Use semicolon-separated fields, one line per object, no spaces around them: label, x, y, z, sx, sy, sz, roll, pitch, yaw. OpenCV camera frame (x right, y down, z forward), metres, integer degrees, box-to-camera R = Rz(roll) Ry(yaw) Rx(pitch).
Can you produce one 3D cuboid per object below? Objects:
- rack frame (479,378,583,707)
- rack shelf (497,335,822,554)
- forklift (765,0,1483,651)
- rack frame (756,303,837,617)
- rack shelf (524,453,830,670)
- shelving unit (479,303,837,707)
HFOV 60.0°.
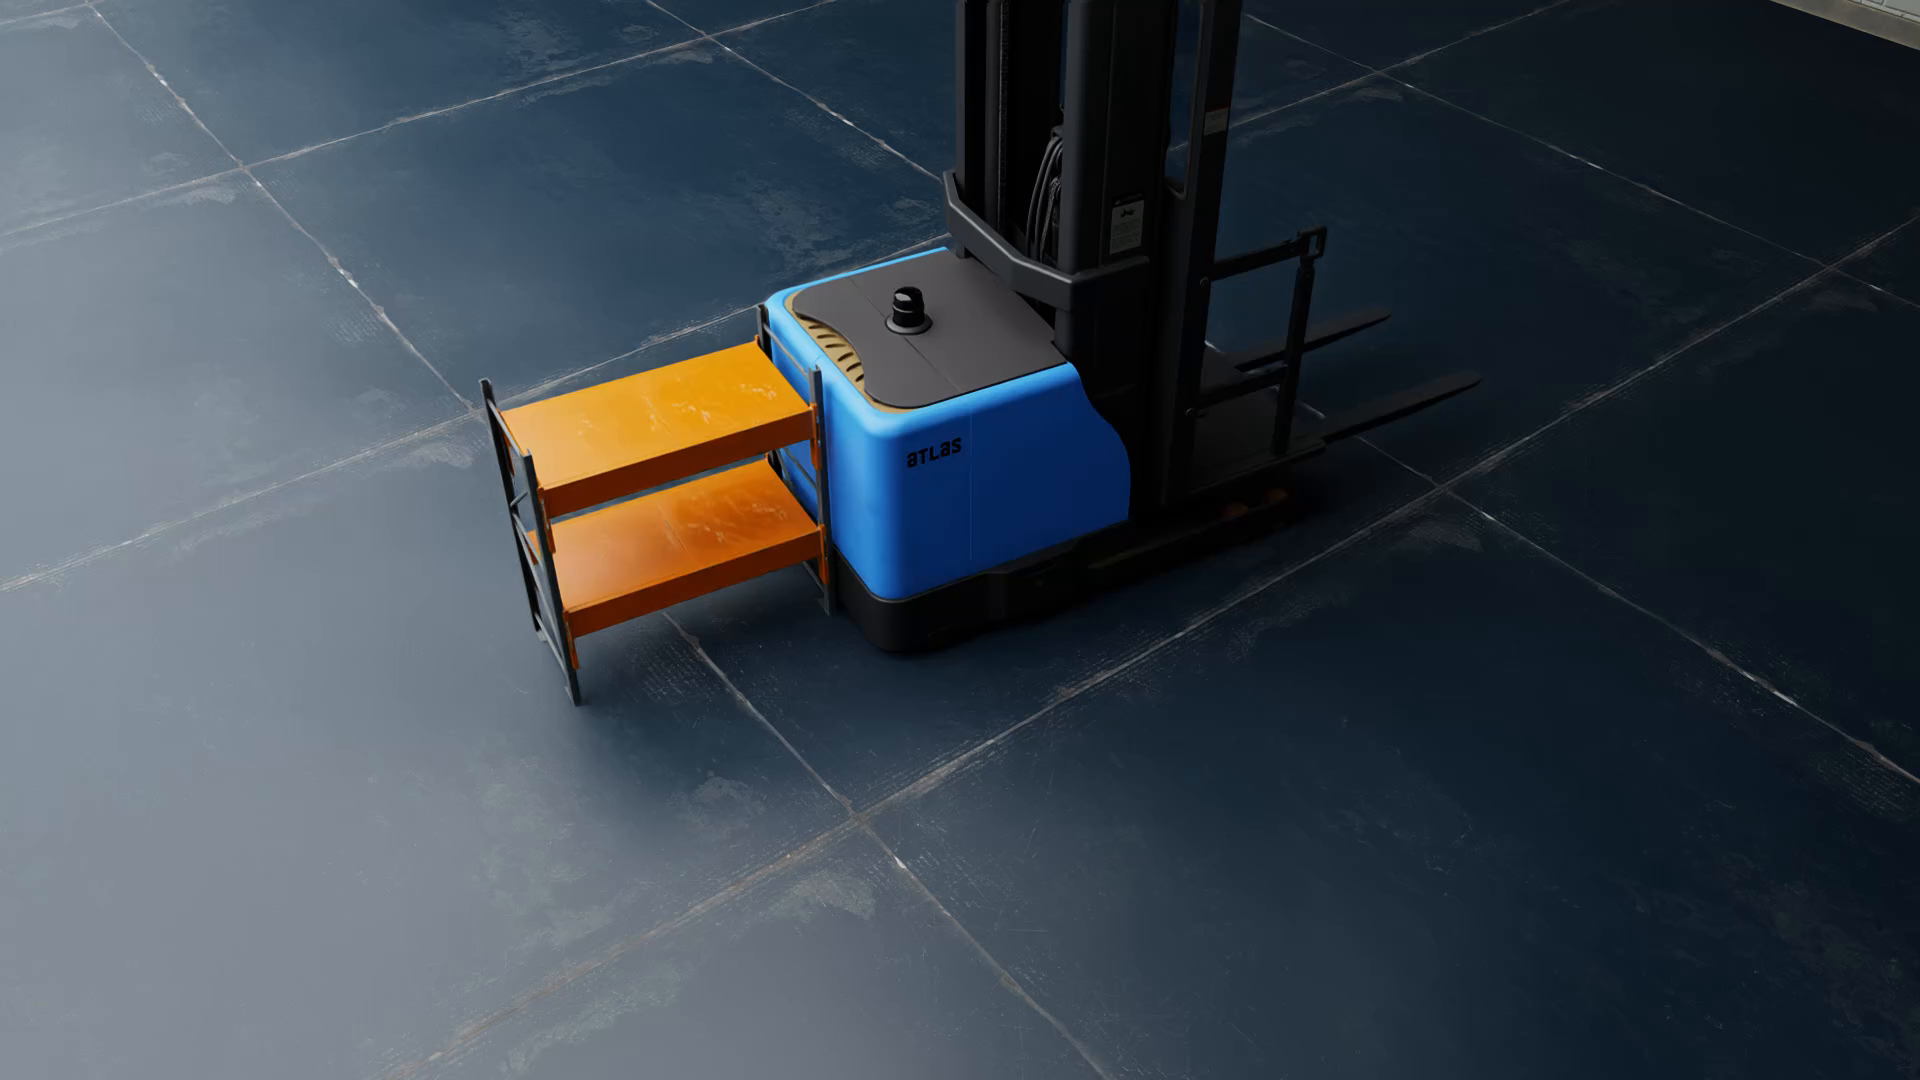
rack frame;-1.499;0.027;5.831;0.032;1.125;0.500;-19;43;-22
rack shelf;-1.053;-0.354;5.833;1.000;0.278;0.538;-19;43;-22
forklift;0.797;-1.395;6.139;3.031;2.935;1.130;-19;43;-22
rack frame;-0.607;-0.282;6.207;0.032;1.125;0.500;-19;43;-22
rack shelf;-1.053;0.061;6.174;1.000;0.278;0.538;-19;43;-22
shelving unit;-1.053;-0.128;6.019;1.048;1.125;0.538;-19;43;-22
